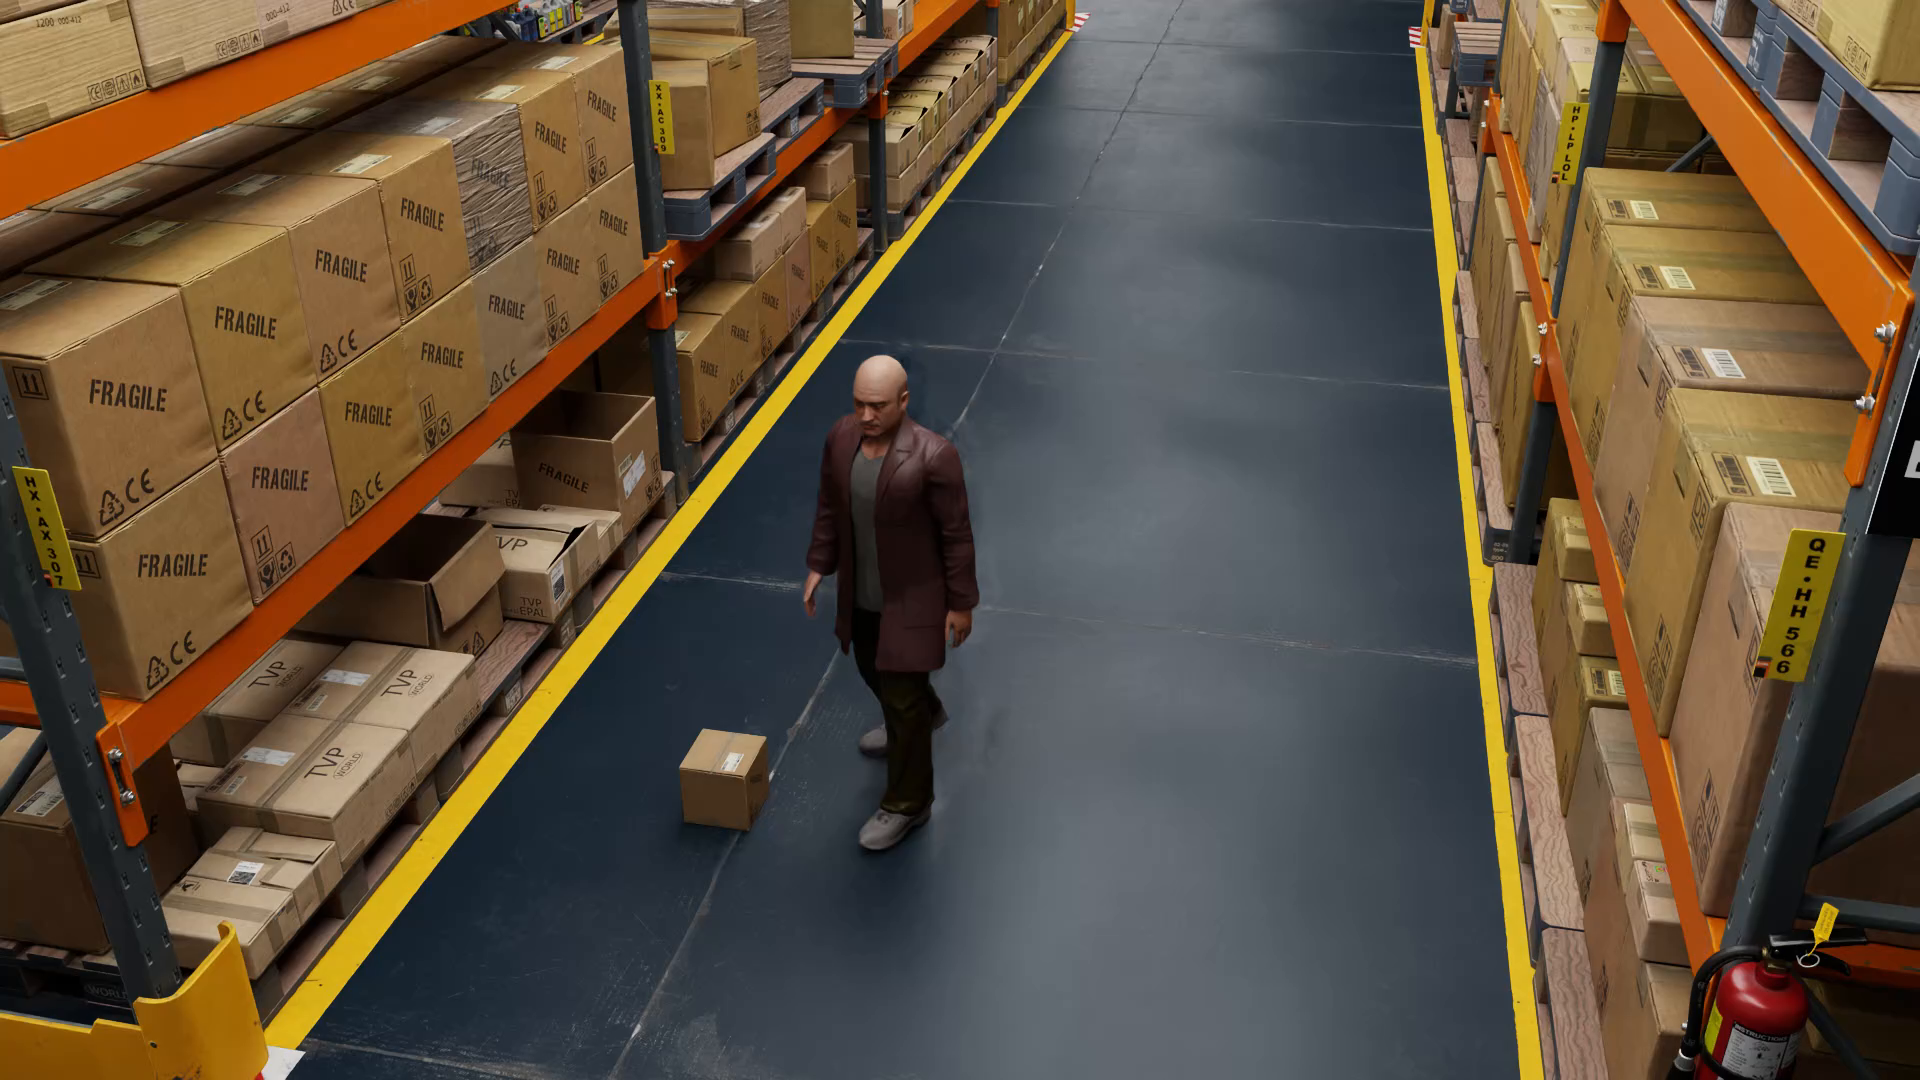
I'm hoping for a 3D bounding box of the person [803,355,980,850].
[{"bbox_3d":[-0.233,0.162,5.852,0.670,1.767,0.814,18,33,30],"label":"person"}]
